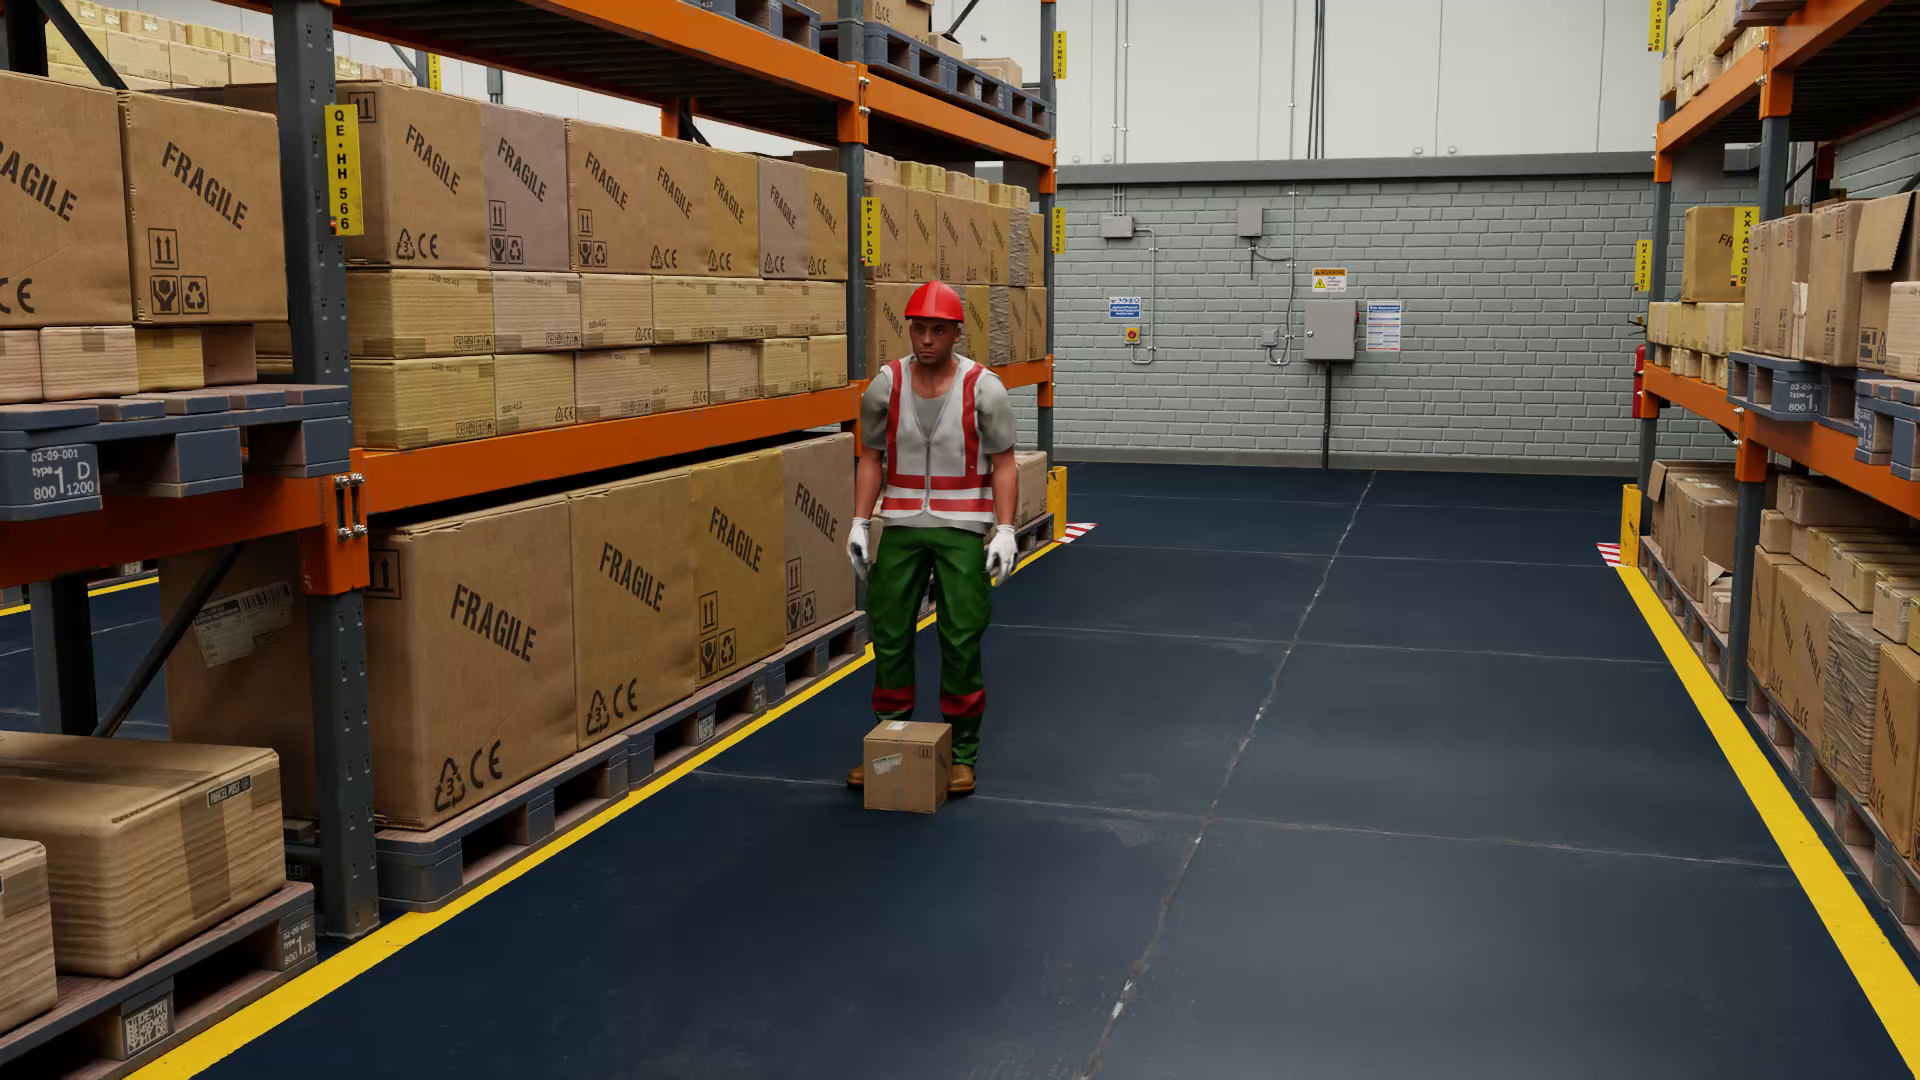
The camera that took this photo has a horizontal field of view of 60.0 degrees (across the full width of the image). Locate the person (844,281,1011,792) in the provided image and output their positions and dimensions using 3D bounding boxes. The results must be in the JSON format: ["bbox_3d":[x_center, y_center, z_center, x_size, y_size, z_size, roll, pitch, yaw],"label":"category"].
[{"bbox_3d":[-0.119,-0.008,5.834,0.603,1.778,0.452,2,9,16],"label":"person"}]
